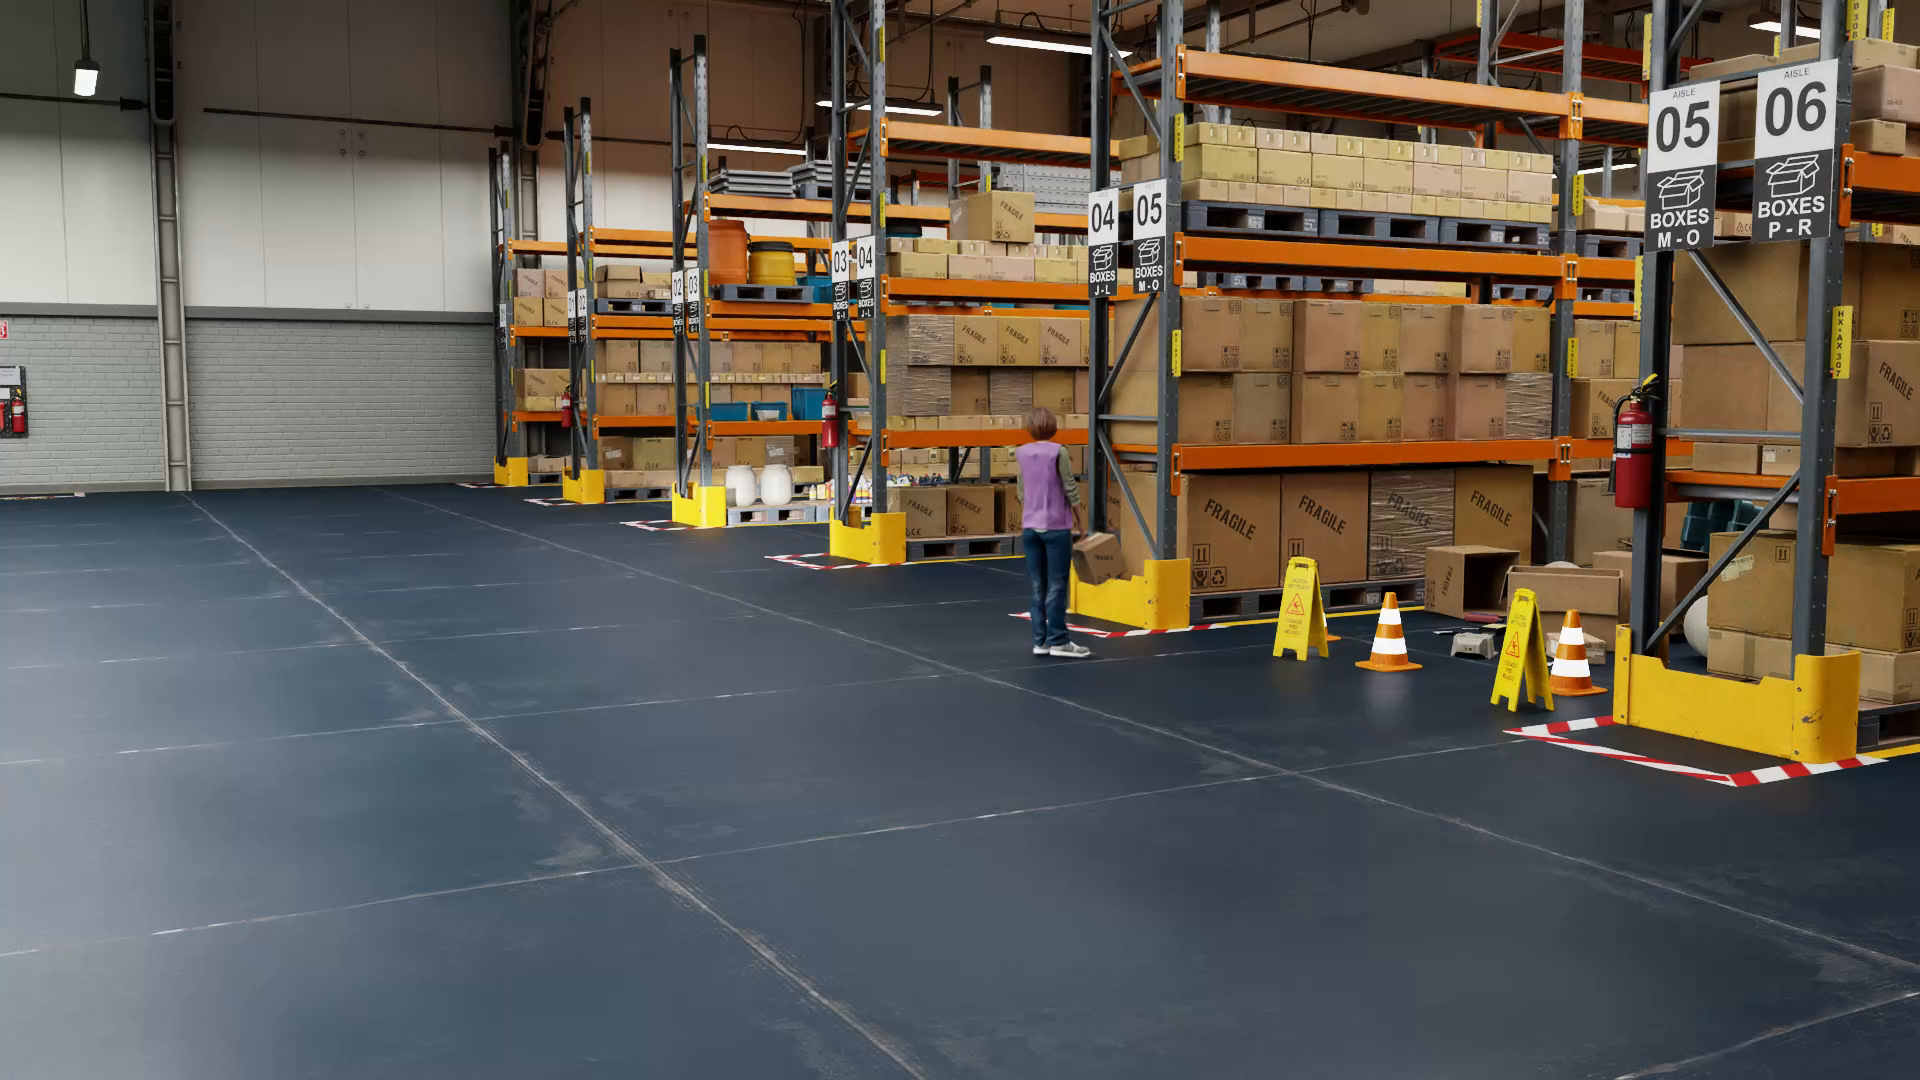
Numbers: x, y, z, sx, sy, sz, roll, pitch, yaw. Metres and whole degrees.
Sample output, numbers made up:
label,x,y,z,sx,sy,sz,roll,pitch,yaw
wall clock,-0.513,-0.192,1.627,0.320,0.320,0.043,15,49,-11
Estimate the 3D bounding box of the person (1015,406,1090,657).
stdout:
label,x,y,z,sx,sy,sz,roll,pitch,yaw
person,0.598,-0.057,10.711,0.499,1.605,0.359,4,6,34
